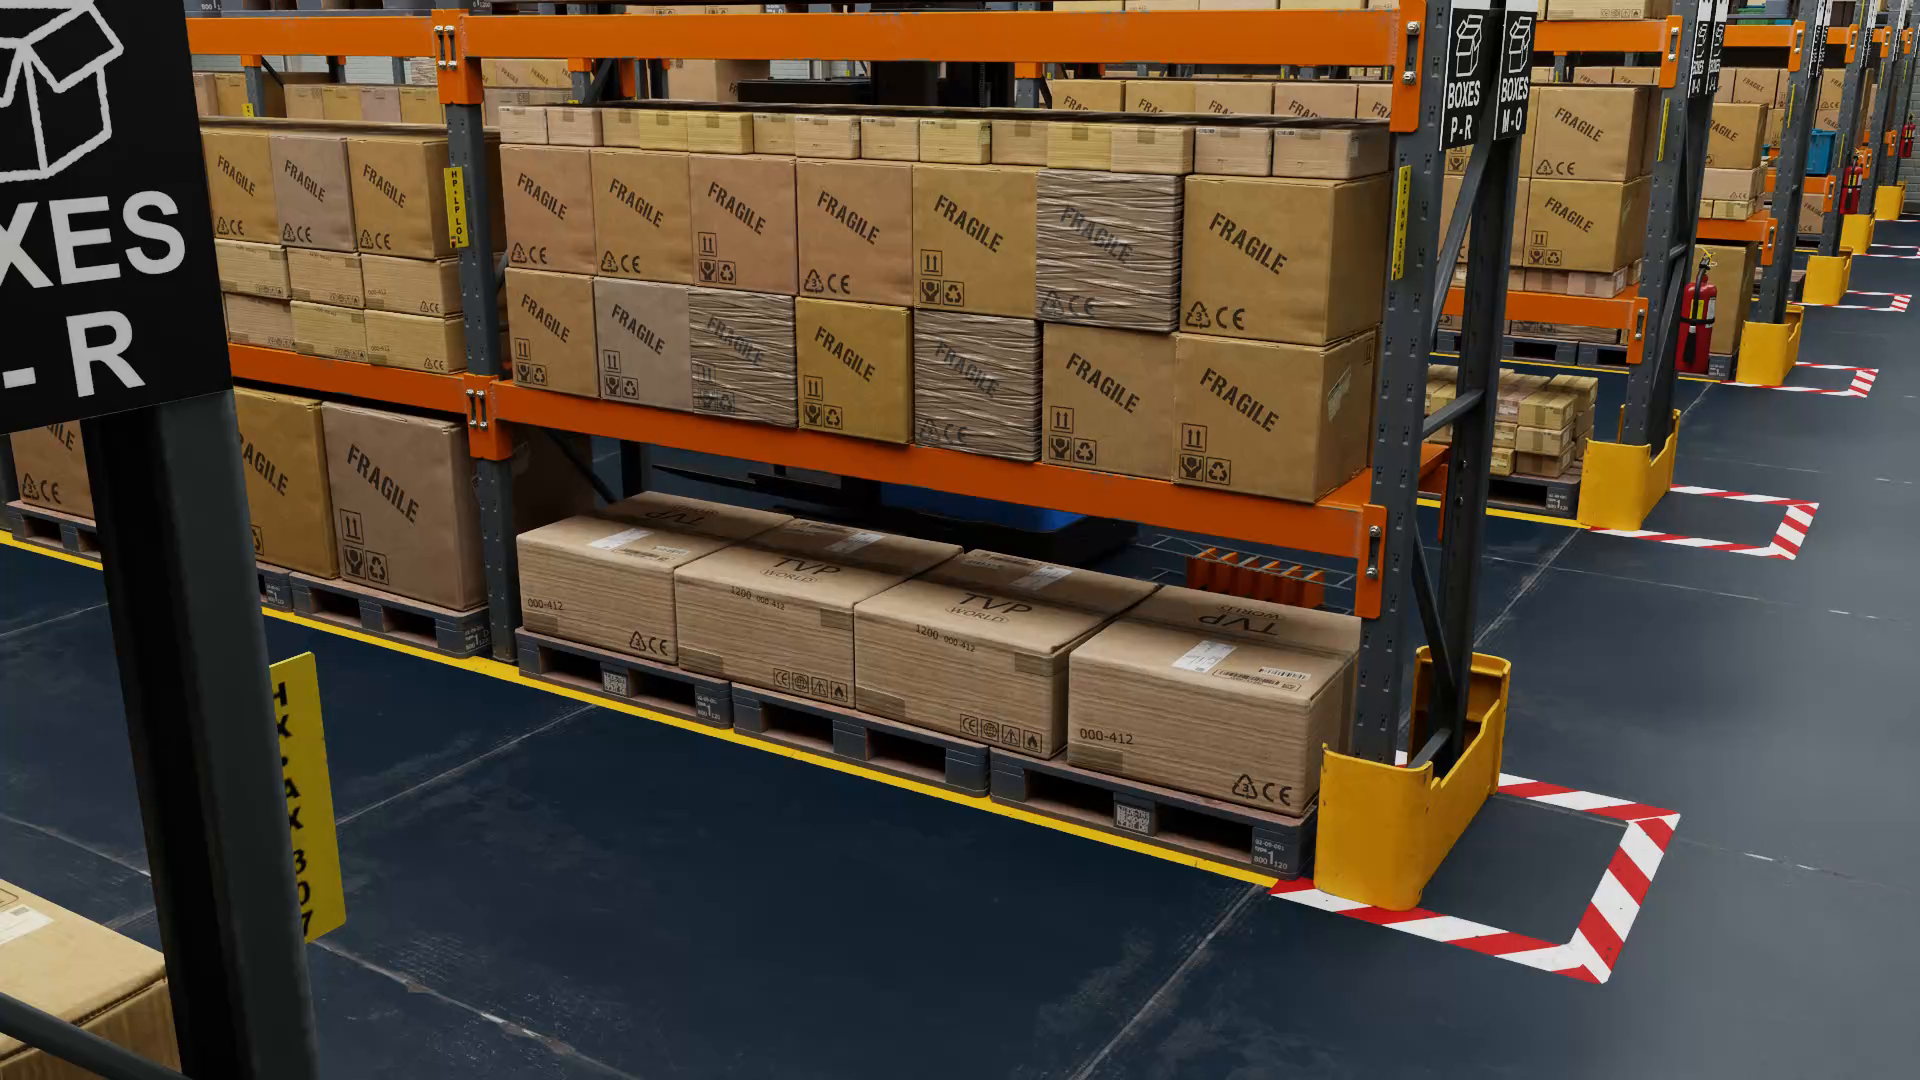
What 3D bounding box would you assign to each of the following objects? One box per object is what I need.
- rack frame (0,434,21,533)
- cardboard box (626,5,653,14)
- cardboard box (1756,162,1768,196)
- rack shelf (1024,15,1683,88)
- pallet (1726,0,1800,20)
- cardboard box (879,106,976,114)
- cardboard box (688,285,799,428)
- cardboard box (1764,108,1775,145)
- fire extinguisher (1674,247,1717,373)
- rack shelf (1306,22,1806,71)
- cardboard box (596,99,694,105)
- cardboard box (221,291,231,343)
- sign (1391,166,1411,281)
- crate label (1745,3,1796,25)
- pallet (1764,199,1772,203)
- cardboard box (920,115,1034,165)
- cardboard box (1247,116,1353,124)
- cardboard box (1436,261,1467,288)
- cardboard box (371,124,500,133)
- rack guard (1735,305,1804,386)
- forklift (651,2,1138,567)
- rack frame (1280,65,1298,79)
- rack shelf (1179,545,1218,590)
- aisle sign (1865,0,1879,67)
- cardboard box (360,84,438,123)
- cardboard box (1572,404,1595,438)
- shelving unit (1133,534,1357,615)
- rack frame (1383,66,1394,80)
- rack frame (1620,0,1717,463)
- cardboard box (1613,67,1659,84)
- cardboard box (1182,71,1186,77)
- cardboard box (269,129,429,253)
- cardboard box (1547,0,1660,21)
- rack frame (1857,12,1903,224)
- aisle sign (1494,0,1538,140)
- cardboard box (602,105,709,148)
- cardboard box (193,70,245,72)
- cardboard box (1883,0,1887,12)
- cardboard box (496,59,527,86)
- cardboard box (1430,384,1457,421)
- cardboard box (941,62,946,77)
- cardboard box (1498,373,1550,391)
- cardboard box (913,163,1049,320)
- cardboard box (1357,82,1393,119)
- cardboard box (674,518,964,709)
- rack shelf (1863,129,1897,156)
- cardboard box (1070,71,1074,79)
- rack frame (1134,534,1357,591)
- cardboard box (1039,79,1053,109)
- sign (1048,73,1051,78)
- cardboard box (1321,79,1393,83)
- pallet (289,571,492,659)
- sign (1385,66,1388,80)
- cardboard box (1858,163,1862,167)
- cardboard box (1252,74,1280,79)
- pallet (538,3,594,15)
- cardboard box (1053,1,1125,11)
[{"bbox_3d":[-5.225,-1.611,9.524,0.127,3.000,1.000,10,20,30],"label":"rack frame"},{"bbox_3d":[-2.374,-4.183,12.657,0.500,0.500,0.500,10,20,30],"label":"cardboard box"},{"bbox_3d":[6.510,-3.059,14.037,0.500,0.250,0.500,10,19,29],"label":"cardboard box"},{"bbox_3d":[2.392,-3.031,10.275,4.000,0.370,1.077,10,20,30],"label":"rack shelf"},{"bbox_3d":[6.140,-4.352,13.538,1.213,0.211,1.003,10,20,30],"label":"pallet"},{"bbox_3d":[-0.114,-1.628,6.570,0.250,0.149,0.380,10,20,30],"label":"cardboard box"},{"bbox_3d":[-0.707,-0.760,6.549,0.500,0.500,0.500,10,20,30],"label":"cardboard box"},{"bbox_3d":[10.575,-5.505,22.172,0.500,0.500,0.500,10,20,30],"label":"cardboard box"},{"bbox_3d":[4.069,-1.268,9.168,0.183,0.674,0.296,10,20,30],"label":"fire extinguisher"},{"bbox_3d":[5.074,-4.244,14.268,4.000,0.370,1.077,10,20,30],"label":"rack shelf"},{"bbox_3d":[-1.388,-1.871,7.372,0.250,0.149,0.380,10,19,29],"label":"cardboard box"},{"bbox_3d":[-3.627,-1.173,8.341,0.500,0.250,0.500,10,20,30],"label":"cardboard box"},{"bbox_3d":[1.296,-0.929,4.880,0.005,0.325,0.100,10,20,30],"label":"sign"},{"bbox_3d":[8.753,-5.660,17.948,0.502,0.251,0.408,10,20,30],"label":"crate label"},{"bbox_3d":[12.797,-5.483,27.068,1.213,0.211,1.003,10,20,30],"label":"pallet"},{"bbox_3d":[0.065,-1.416,5.875,0.250,0.149,0.380,11,20,31],"label":"cardboard box"},{"bbox_3d":[1.173,-1.376,5.741,0.250,0.149,0.380,11,20,31],"label":"cardboard box"},{"bbox_3d":[3.027,-1.610,9.951,0.250,0.149,0.380,11,20,32],"label":"cardboard box"},{"bbox_3d":[-2.489,-1.738,8.048,0.500,0.500,0.500,10,20,30],"label":"cardboard box"},{"bbox_3d":[6.798,-1.649,13.950,0.348,0.500,1.175,10,20,30],"label":"rack guard"},{"bbox_3d":[-0.517,-1.503,9.286,3.031,2.935,1.130,11,20,32],"label":"forklift"},{"bbox_3d":[5.149,-6.518,25.679,0.127,3.000,1.000,10,20,30],"label":"rack frame"},{"bbox_3d":[1.229,0.142,8.570,0.103,0.180,0.258,13,21,35],"label":"rack shelf"},{"bbox_3d":[9.587,-5.382,17.465,0.004,0.787,0.394,10,20,30],"label":"aisle sign"},{"bbox_3d":[-4.833,-3.758,14.701,0.500,0.500,0.700,10,20,31],"label":"cardboard box"},{"bbox_3d":[3.784,-0.758,10.387,0.250,0.149,0.380,11,20,32],"label":"cardboard box"},{"bbox_3d":[1.457,0.193,8.407,1.200,0.189,0.258,13,21,35],"label":"shelving unit"},{"bbox_3d":[7.738,-7.746,29.720,0.127,3.000,1.000,10,20,30],"label":"rack frame"},{"bbox_3d":[4.096,-1.636,9.605,0.127,3.000,1.000,10,20,30],"label":"rack frame"},{"bbox_3d":[9.251,-6.216,22.793,0.500,0.500,0.500,9,19,28],"label":"cardboard box"},{"bbox_3d":[4.038,-8.774,32.039,0.500,0.500,0.500,10,19,29],"label":"cardboard box"},{"bbox_3d":[-2.774,-1.612,7.633,0.500,0.500,0.500,11,20,31],"label":"cardboard box"},{"bbox_3d":[3.570,-3.003,9.203,0.500,0.250,0.500,10,19,29],"label":"cardboard box"},{"bbox_3d":[11.966,-5.302,21.673,0.127,3.000,1.000,10,20,30],"label":"rack frame"},{"bbox_3d":[1.805,-1.699,5.341,0.004,0.787,0.394,10,20,30],"label":"aisle sign"},{"bbox_3d":[-1.217,-1.664,6.689,0.250,0.149,0.380,10,19,29],"label":"cardboard box"},{"bbox_3d":[-7.343,-4.285,16.211,0.550,0.550,0.875,10,20,30],"label":"cardboard box"},{"bbox_3d":[14.061,-8.313,25.790,0.500,0.250,0.500,11,20,33],"label":"cardboard box"},{"bbox_3d":[-5.251,-5.572,20.159,0.500,0.500,0.500,10,20,30],"label":"cardboard box"},{"bbox_3d":[3.041,-0.835,10.129,0.250,0.149,0.380,10,19,29],"label":"cardboard box"},{"bbox_3d":[0.076,-8.090,28.450,0.500,0.500,0.700,10,20,30],"label":"cardboard box"},{"bbox_3d":[3.530,-0.933,10.451,0.250,0.149,0.380,11,20,31],"label":"cardboard box"},{"bbox_3d":[0.176,-1.083,5.894,0.500,0.500,0.500,10,20,30],"label":"cardboard box"},{"bbox_3d":[2.696,-2.466,9.935,0.500,0.500,0.500,11,20,33],"label":"cardboard box"},{"bbox_3d":[-0.575,0.280,6.983,0.875,0.438,0.875,9,19,28],"label":"cardboard box"},{"bbox_3d":[12.851,-6.489,26.820,4.000,0.370,1.077,10,20,30],"label":"rack shelf"},{"bbox_3d":[2.469,-8.879,32.384,0.500,0.500,0.500,11,20,32],"label":"cardboard box"},{"bbox_3d":[1.457,0.106,8.380,1.200,0.006,0.240,13,21,35],"label":"rack frame"},{"bbox_3d":[1.129,-4.378,16.736,0.637,0.503,0.797,11,20,31],"label":"cardboard box"},{"bbox_3d":[1.451,-7.441,27.092,0.005,0.325,0.100,10,20,30],"label":"sign"},{"bbox_3d":[2.552,-2.675,10.621,0.500,0.500,0.500,9,19,28],"label":"cardboard box"},{"bbox_3d":[-2.514,0.233,8.251,1.213,0.211,1.003,10,20,30],"label":"pallet"},{"bbox_3d":[7.462,-8.126,29.116,0.005,0.325,0.100,10,20,30],"label":"sign"},{"bbox_3d":[14.117,-5.956,26.292,0.250,0.149,0.380,10,20,30],"label":"cardboard box"},{"bbox_3d":[5.795,-8.348,30.772,0.500,0.500,0.700,13,21,38],"label":"cardboard box"},{"bbox_3d":[-3.297,-4.282,13.481,1.003,0.211,1.213,11,20,33],"label":"pallet"},{"bbox_3d":[0.944,-3.472,10.747,0.500,0.250,0.500,11,20,33],"label":"cardboard box"}]
